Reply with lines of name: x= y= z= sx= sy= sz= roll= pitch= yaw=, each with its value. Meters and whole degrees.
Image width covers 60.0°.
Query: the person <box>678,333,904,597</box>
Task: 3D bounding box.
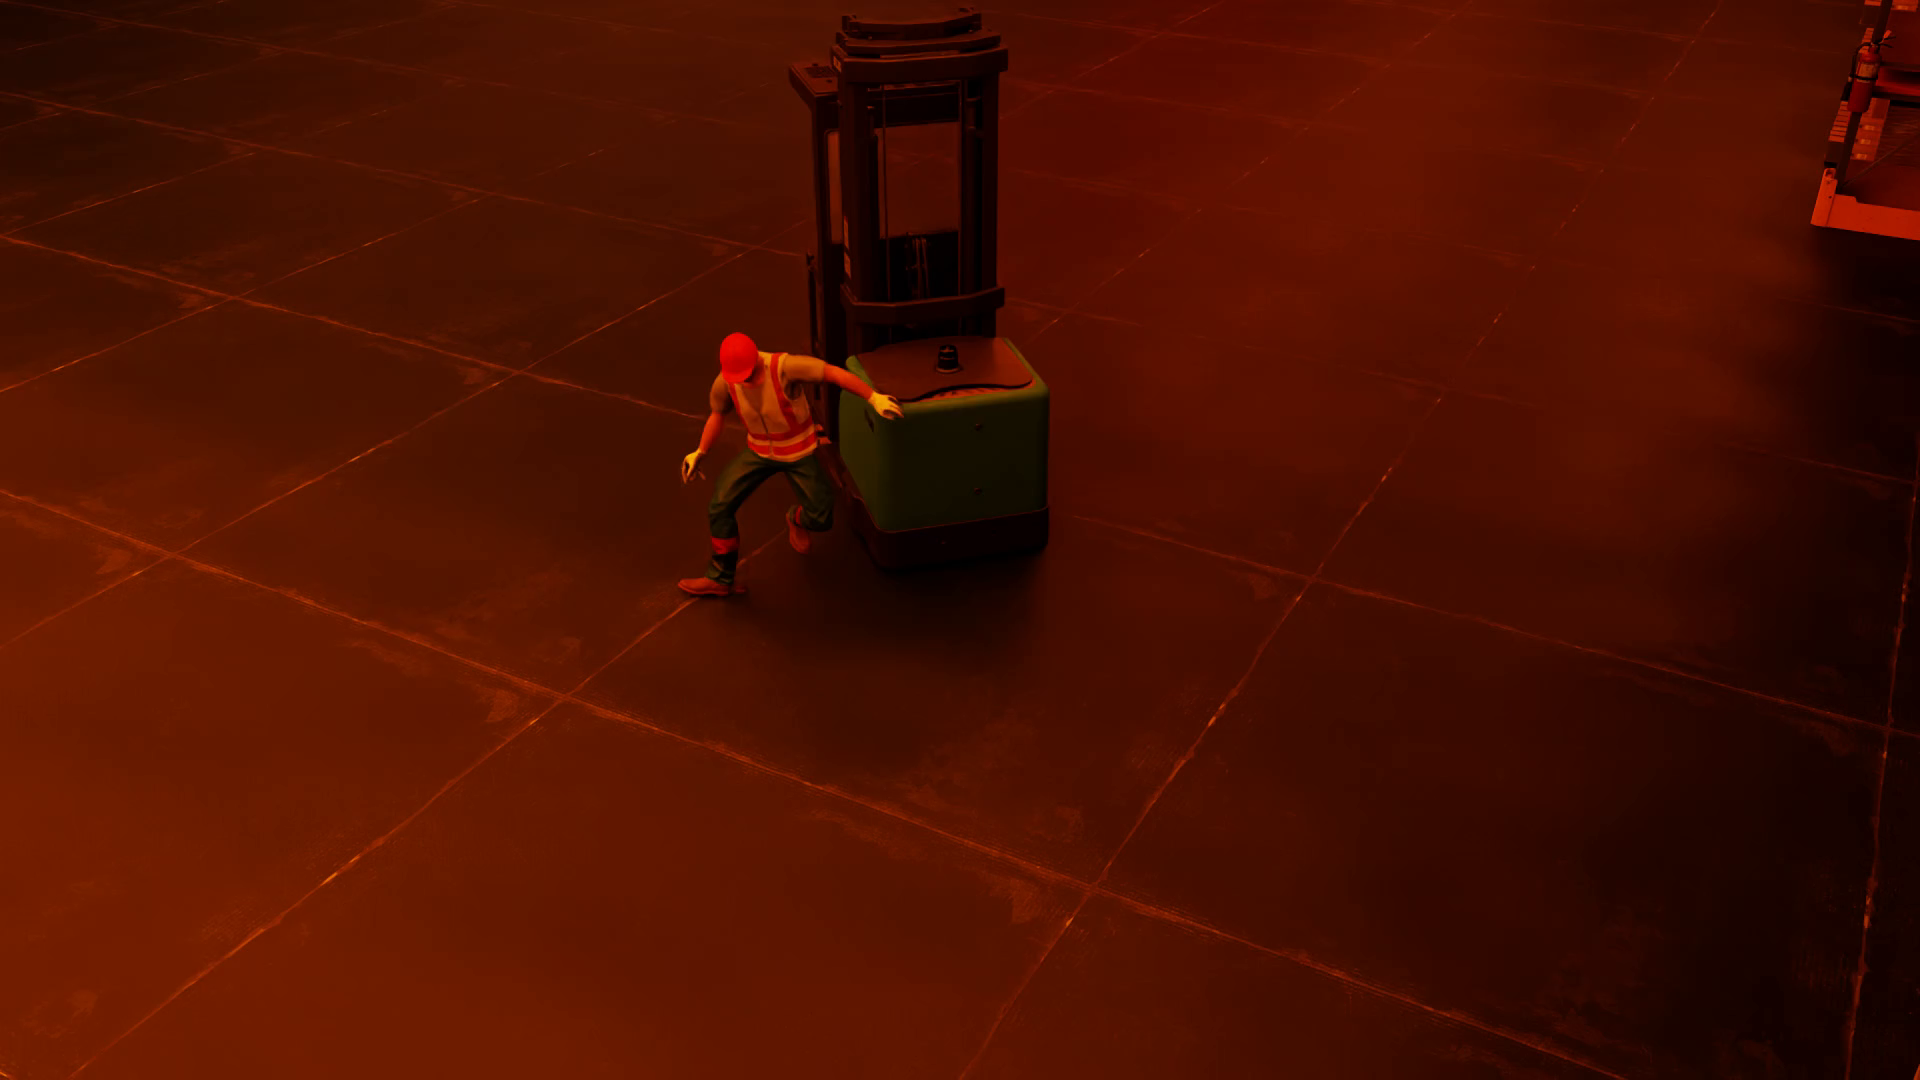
person: x=-0.937 y=-0.441 z=9.207 sx=1.234 sy=1.580 sz=0.766 roll=8 pitch=31 yaw=14

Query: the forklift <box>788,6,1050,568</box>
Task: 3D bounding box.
forklift: x=-0.387 y=-1.830 z=10.241 sx=1.130 sy=2.935 sz=3.031 roll=-9 pitch=31 yaw=-14
